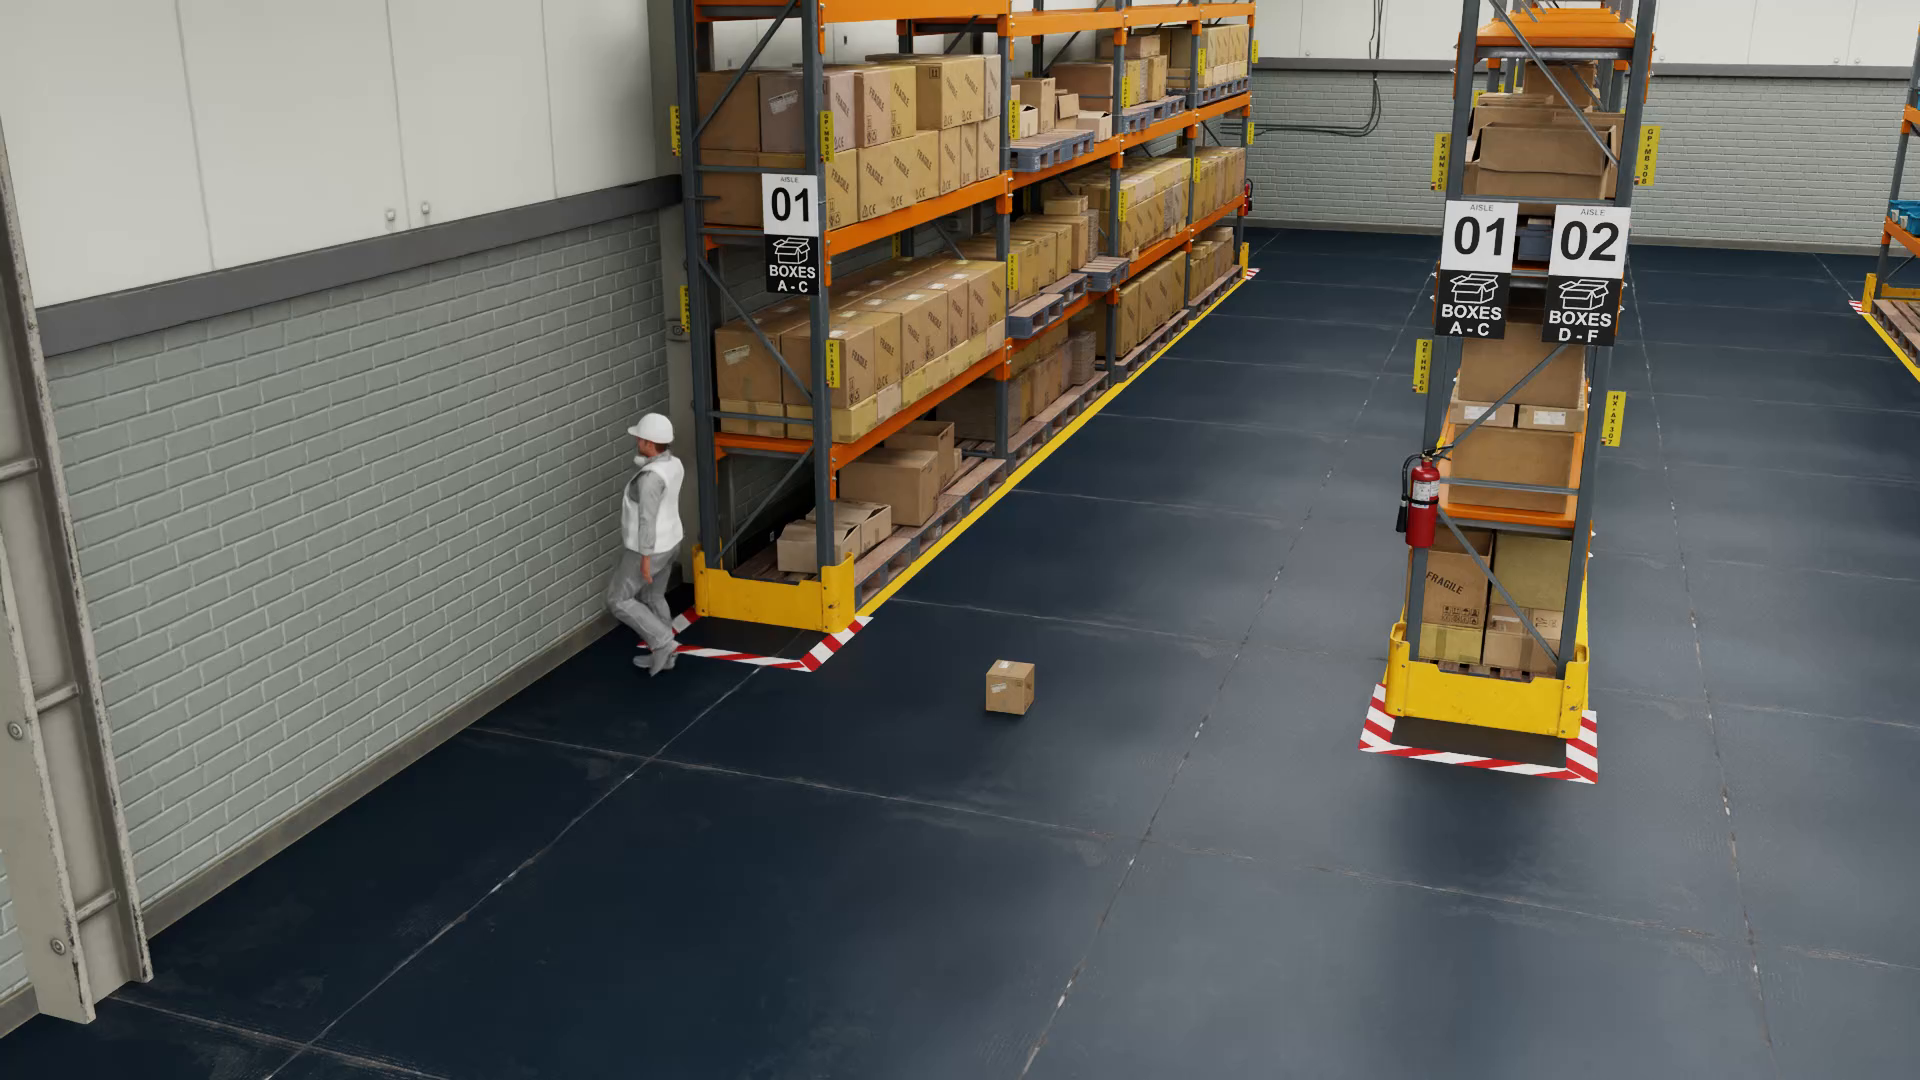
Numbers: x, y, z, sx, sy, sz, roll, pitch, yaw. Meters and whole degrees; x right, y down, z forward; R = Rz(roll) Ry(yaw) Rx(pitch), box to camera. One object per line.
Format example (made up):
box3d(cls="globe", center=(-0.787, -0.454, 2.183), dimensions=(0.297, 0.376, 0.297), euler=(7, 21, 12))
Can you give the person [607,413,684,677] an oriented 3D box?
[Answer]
box3d(cls="person", center=(-2.044, 0.021, 10.884), dimensions=(0.467, 1.760, 0.564), euler=(4, 19, 13))
